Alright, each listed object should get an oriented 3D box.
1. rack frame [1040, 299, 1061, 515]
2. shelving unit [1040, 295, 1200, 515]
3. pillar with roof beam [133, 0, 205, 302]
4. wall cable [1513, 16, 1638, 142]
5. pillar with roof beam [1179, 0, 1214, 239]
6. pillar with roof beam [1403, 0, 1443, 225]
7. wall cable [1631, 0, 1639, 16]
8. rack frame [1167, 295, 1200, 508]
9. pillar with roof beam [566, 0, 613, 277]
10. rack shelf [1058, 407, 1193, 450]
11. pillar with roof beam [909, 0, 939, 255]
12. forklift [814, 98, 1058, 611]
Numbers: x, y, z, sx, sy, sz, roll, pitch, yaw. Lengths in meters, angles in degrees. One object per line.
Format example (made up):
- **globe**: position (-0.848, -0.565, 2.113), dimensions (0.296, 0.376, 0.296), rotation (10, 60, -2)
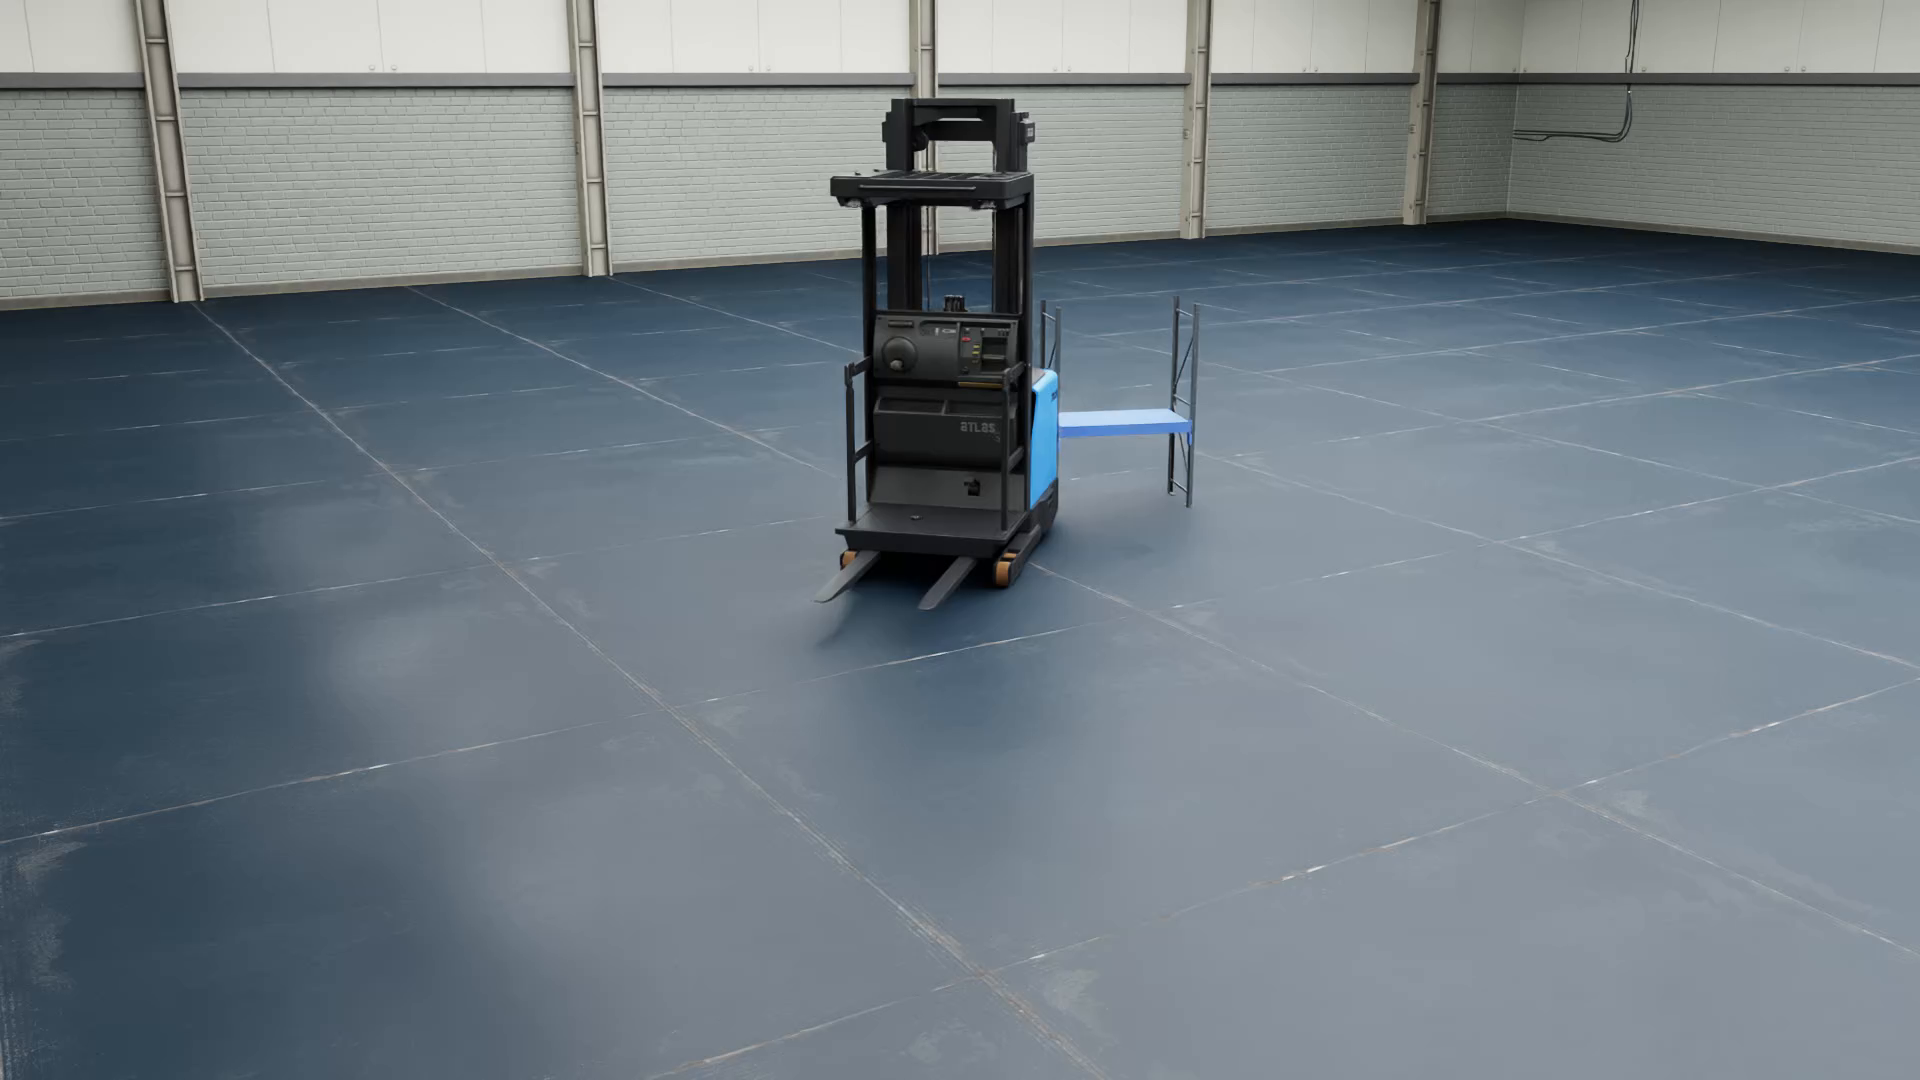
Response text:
- **rack frame**: position (0.649, -0.972, 12.099), dimensions (0.032, 1.500, 0.500), rotation (-3, 16, -10)
- **shelving unit**: position (1.148, -0.998, 12.190), dimensions (1.048, 1.500, 0.538), rotation (-3, 16, -10)
- **pillar with roof beam**: position (-8.692, -6.724, 18.725), dimensions (0.400, 9.000, 9.100), rotation (-9, 18, -30)
- **wall cable**: position (12.870, -9.665, 34.968), dimensions (0.112, 2.526, 3.097), rotation (-9, 18, -30)
- **pillar with roof beam**: position (6.738, -9.226, 27.651), dimensions (0.400, 9.000, 9.100), rotation (-9, 18, -30)
- **pillar with roof beam**: position (11.881, -10.060, 30.627), dimensions (0.400, 9.000, 9.100), rotation (-9, 18, -30)
- **wall cable**: position (14.263, -11.471, 32.054), dimensions (0.112, 2.526, 3.097), rotation (-9, 18, -30)
- **rack frame**: position (1.647, -1.023, 12.282), dimensions (0.032, 1.500, 0.500), rotation (-3, 16, -10)
- **pillar with roof beam**: position (-3.549, -7.558, 21.701), dimensions (0.400, 9.000, 9.100), rotation (-9, 18, -30)
- **rack shelf**: position (1.148, -0.825, 12.239), dimensions (1.000, 0.185, 0.538), rotation (-3, 16, -10)
- **pillar with roof beam**: position (1.595, -8.392, 24.676), dimensions (0.400, 9.000, 9.100), rotation (-9, 18, -30)
- **forklift**: position (-0.141, -1.228, 10.360), dimensions (1.130, 2.935, 3.031), rotation (4, 16, 13)
